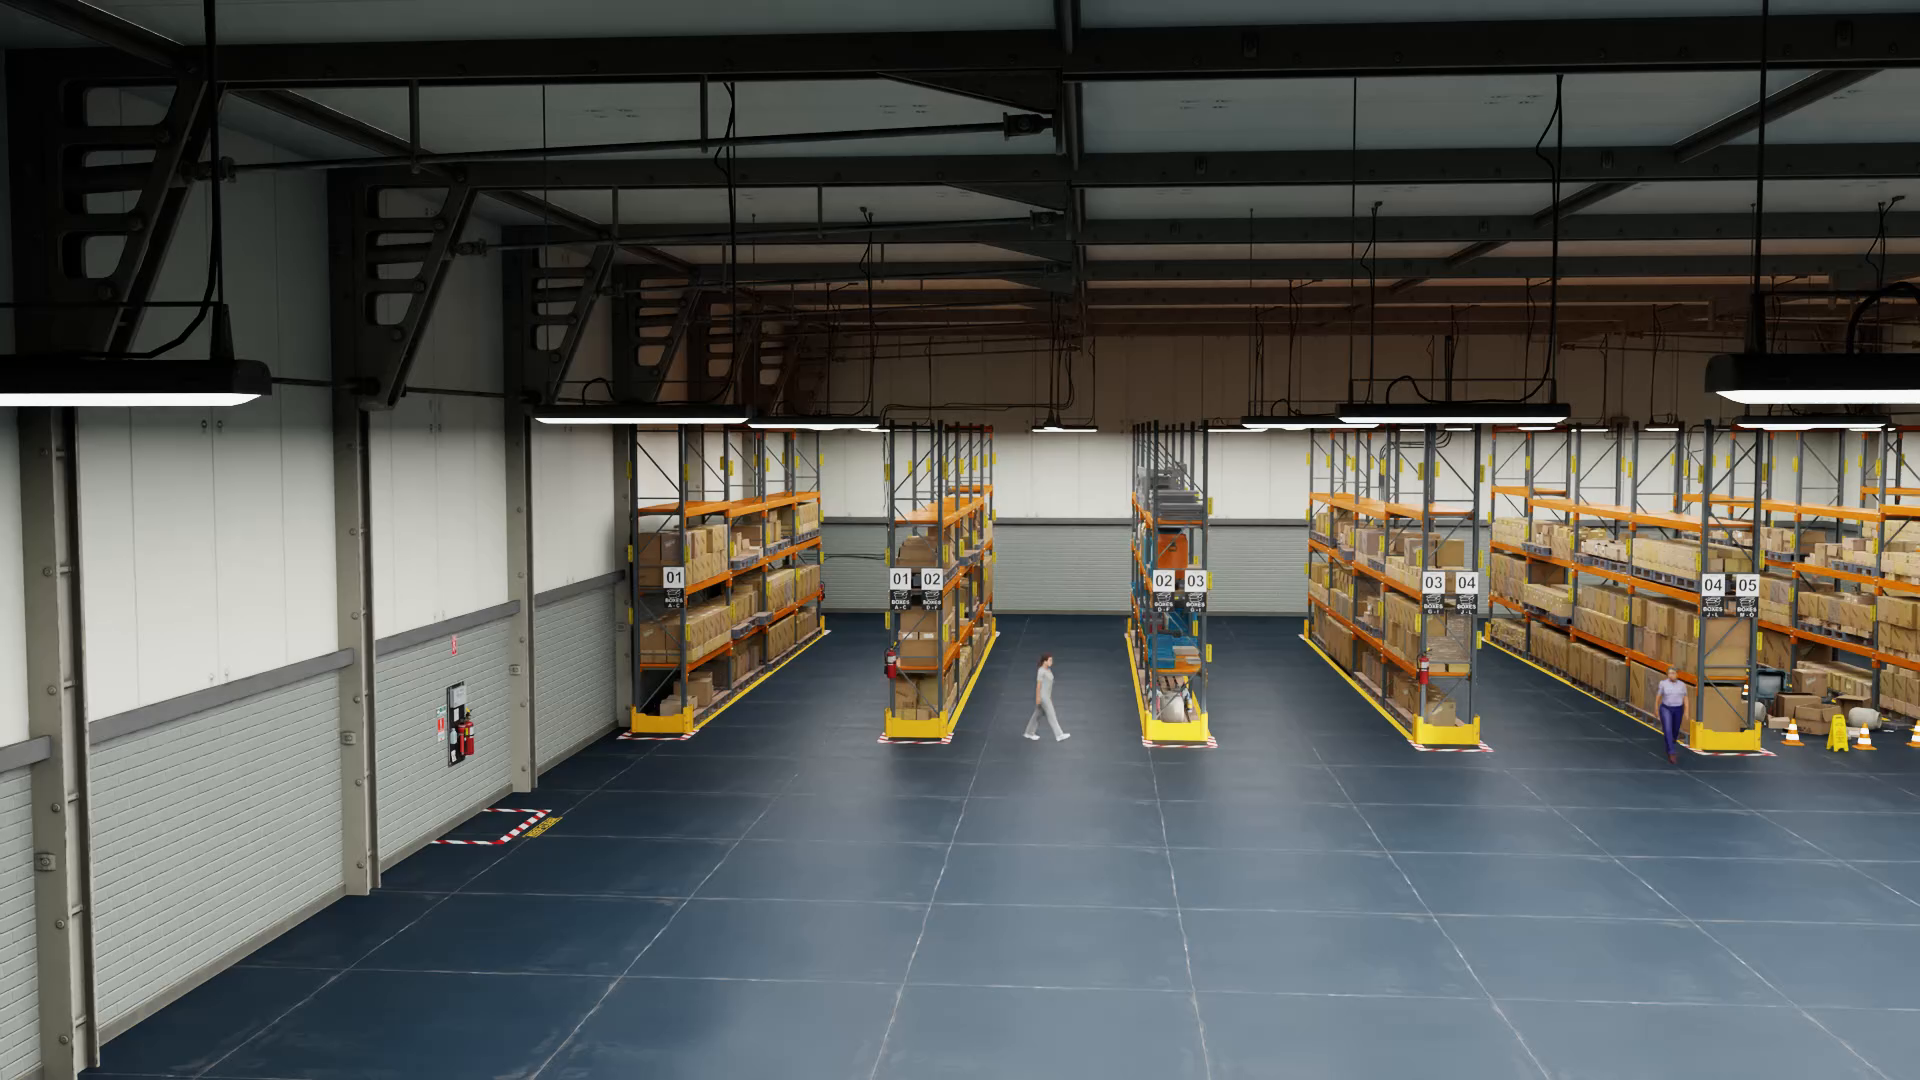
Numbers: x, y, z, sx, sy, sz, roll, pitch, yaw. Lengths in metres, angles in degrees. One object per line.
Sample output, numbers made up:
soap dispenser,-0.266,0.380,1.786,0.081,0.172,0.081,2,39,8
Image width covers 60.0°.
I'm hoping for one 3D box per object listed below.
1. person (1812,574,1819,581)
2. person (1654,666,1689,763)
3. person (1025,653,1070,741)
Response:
person,24.765,1.830,48.184,0.642,1.665,1.097,2,4,23
person,12.556,3.045,29.261,0.512,1.631,0.802,0,4,4
person,1.642,2.936,31.109,0.925,1.639,0.452,1,4,19
